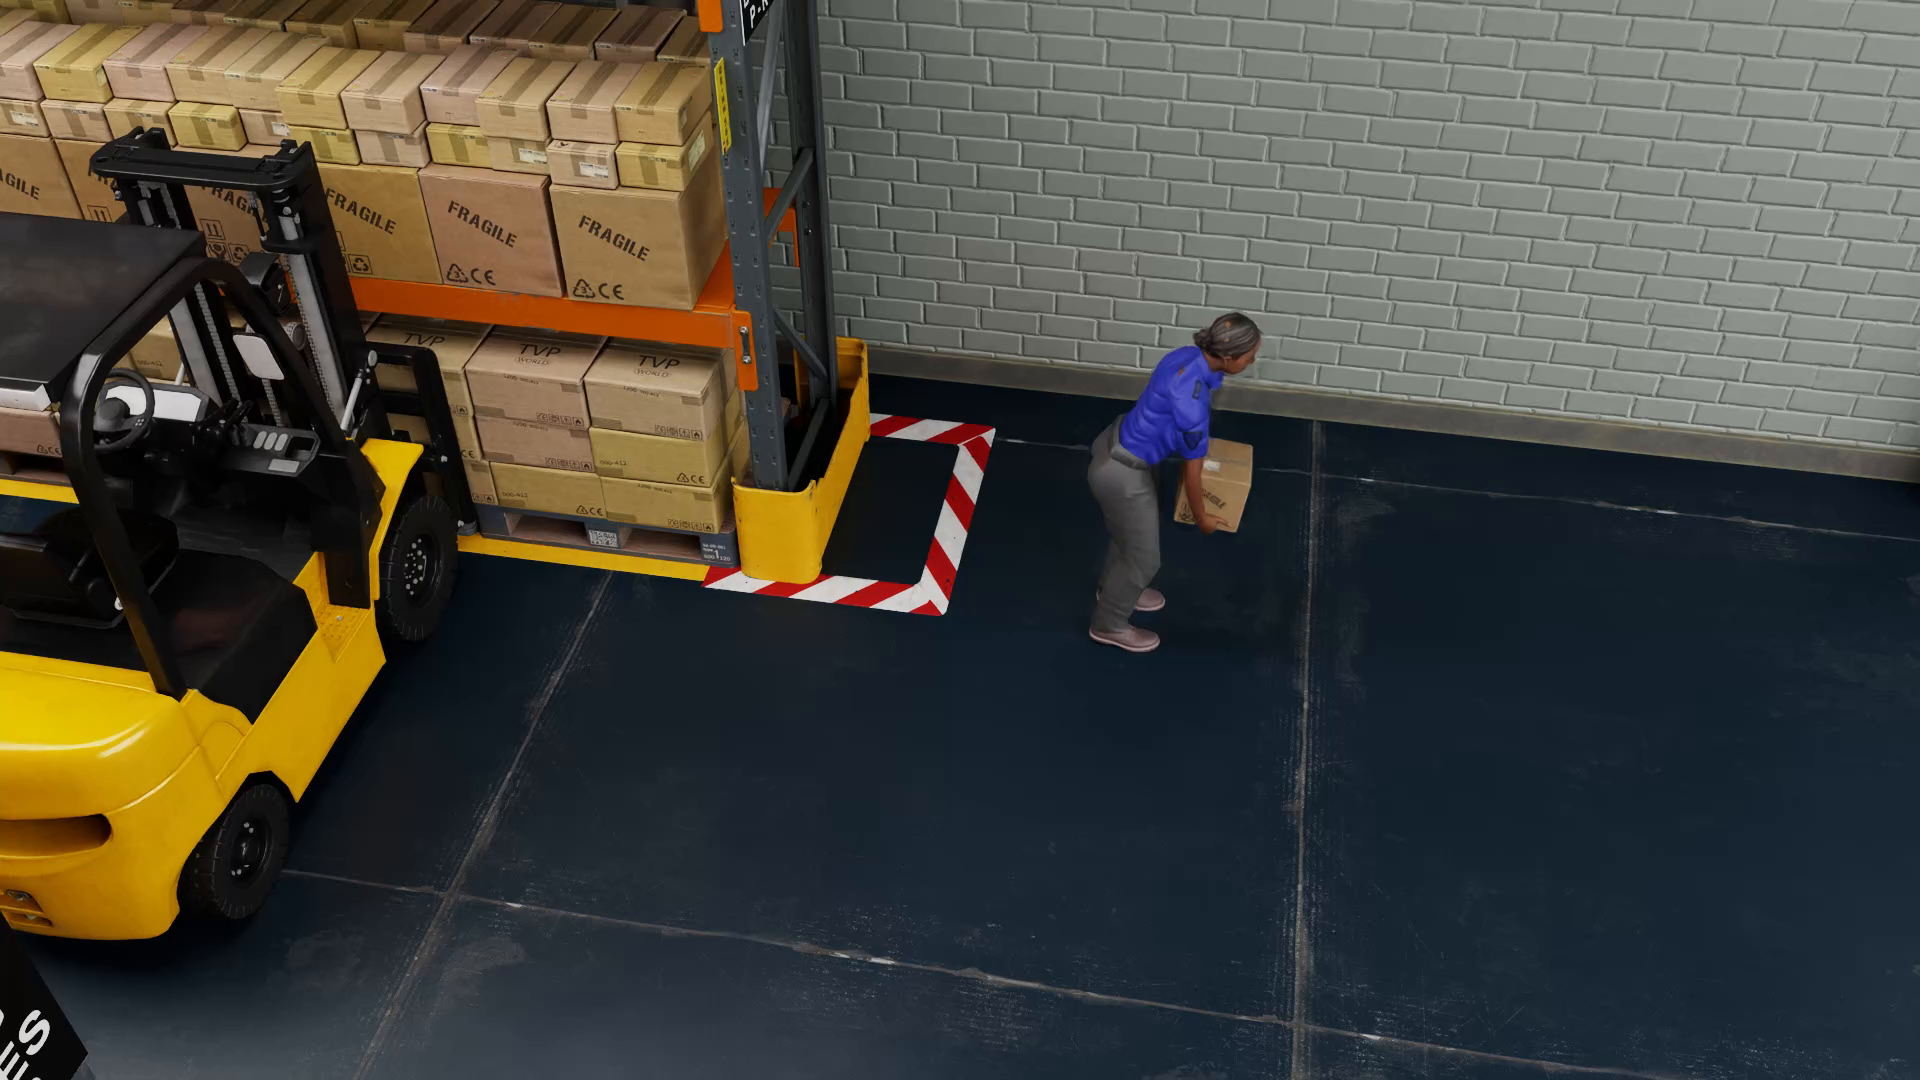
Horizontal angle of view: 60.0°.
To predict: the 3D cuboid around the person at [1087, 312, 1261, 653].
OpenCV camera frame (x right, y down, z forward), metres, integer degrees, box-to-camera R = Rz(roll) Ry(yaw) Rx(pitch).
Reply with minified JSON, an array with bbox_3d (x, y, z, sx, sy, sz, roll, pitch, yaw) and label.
[{"bbox_3d":[0.802,-0.234,6.522,0.595,1.551,0.409,6,41,7],"label":"person"}]
